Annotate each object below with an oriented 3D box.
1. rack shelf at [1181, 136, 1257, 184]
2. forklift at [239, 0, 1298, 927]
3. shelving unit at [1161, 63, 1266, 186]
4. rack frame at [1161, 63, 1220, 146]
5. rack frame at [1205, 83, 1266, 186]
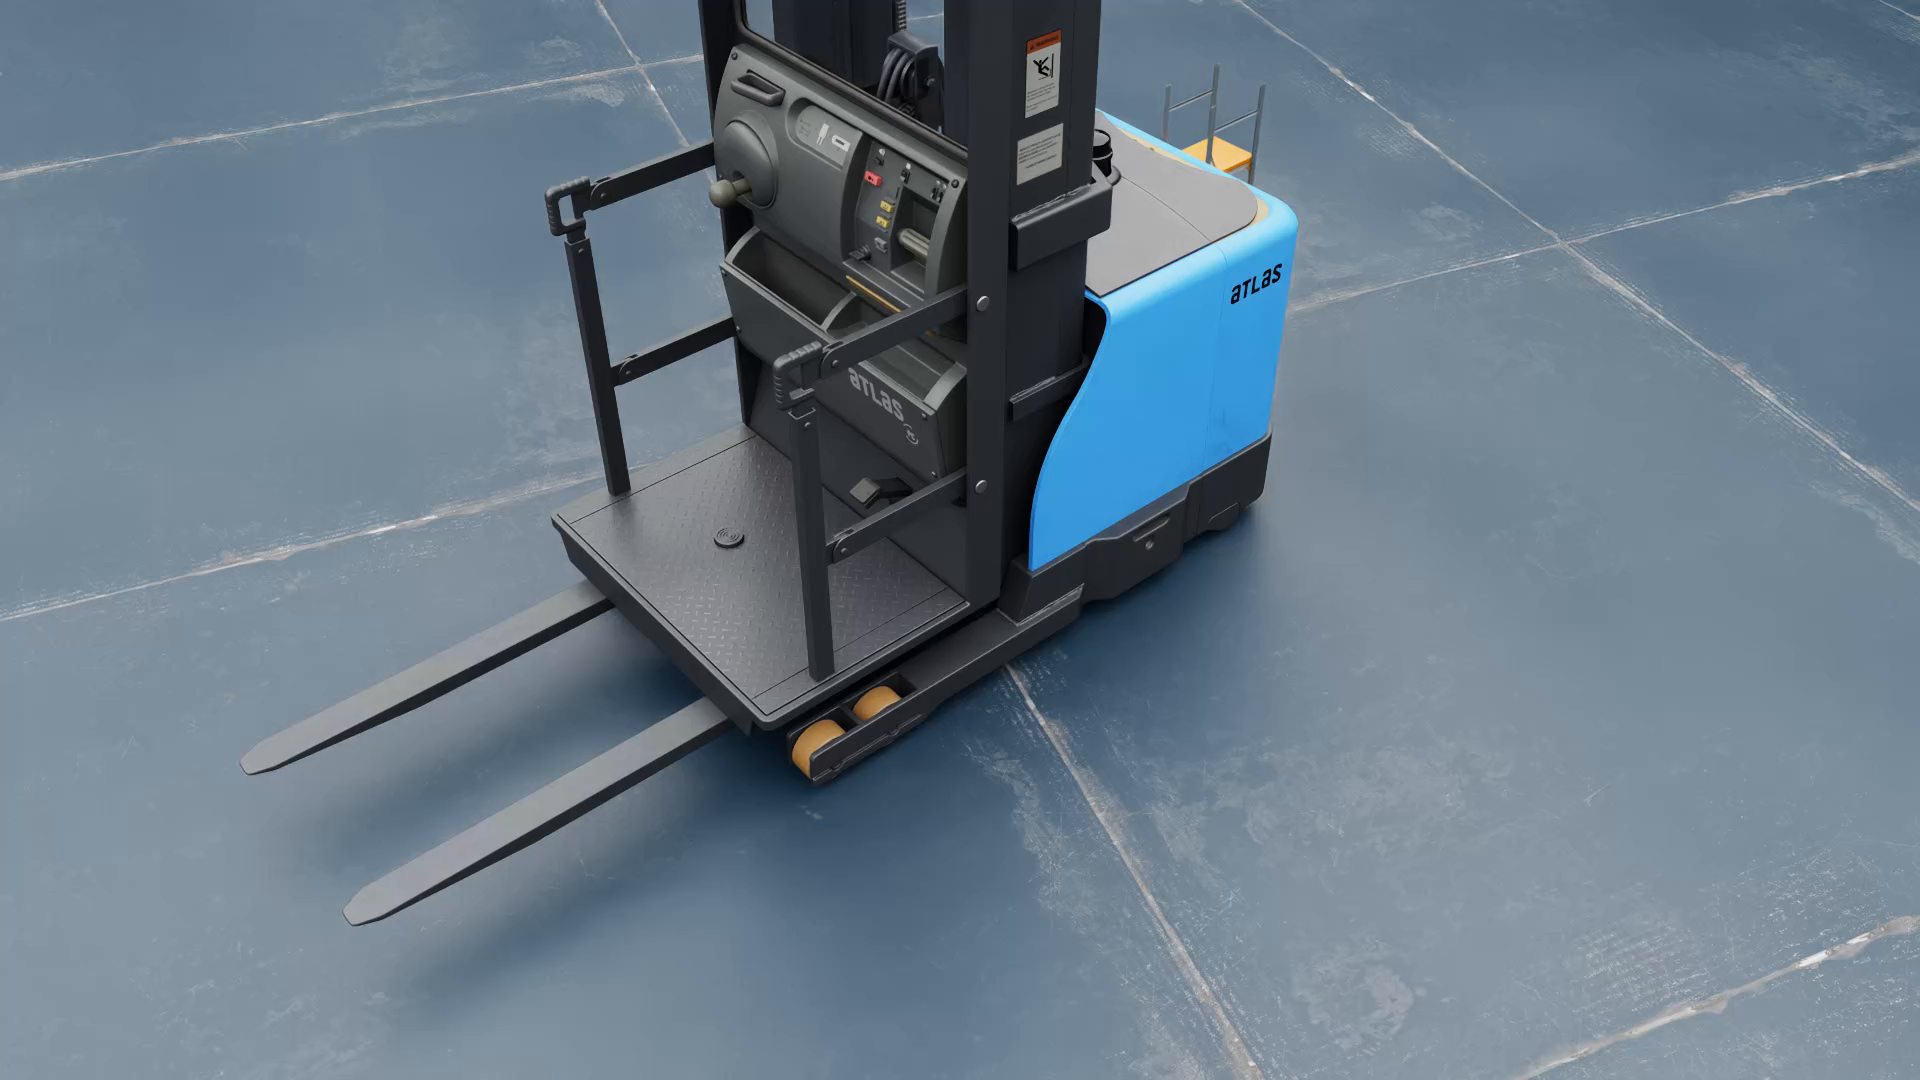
[{"bbox_3d":[0.769,-1.153,5.186,0.258,0.103,0.180,-30,49,-30],"label":"rack shelf"},{"bbox_3d":[-0.474,-0.849,3.989,3.031,2.935,1.130,-29,48,-29],"label":"forklift"},{"bbox_3d":[0.769,-0.914,5.392,0.258,1.200,0.189,-30,49,-30],"label":"shelving unit"},{"bbox_3d":[0.709,-0.958,5.444,0.240,1.200,0.006,-30,49,-30],"label":"rack frame"},{"bbox_3d":[0.830,-0.869,5.340,0.240,1.200,0.006,-30,49,-30],"label":"rack frame"}]
